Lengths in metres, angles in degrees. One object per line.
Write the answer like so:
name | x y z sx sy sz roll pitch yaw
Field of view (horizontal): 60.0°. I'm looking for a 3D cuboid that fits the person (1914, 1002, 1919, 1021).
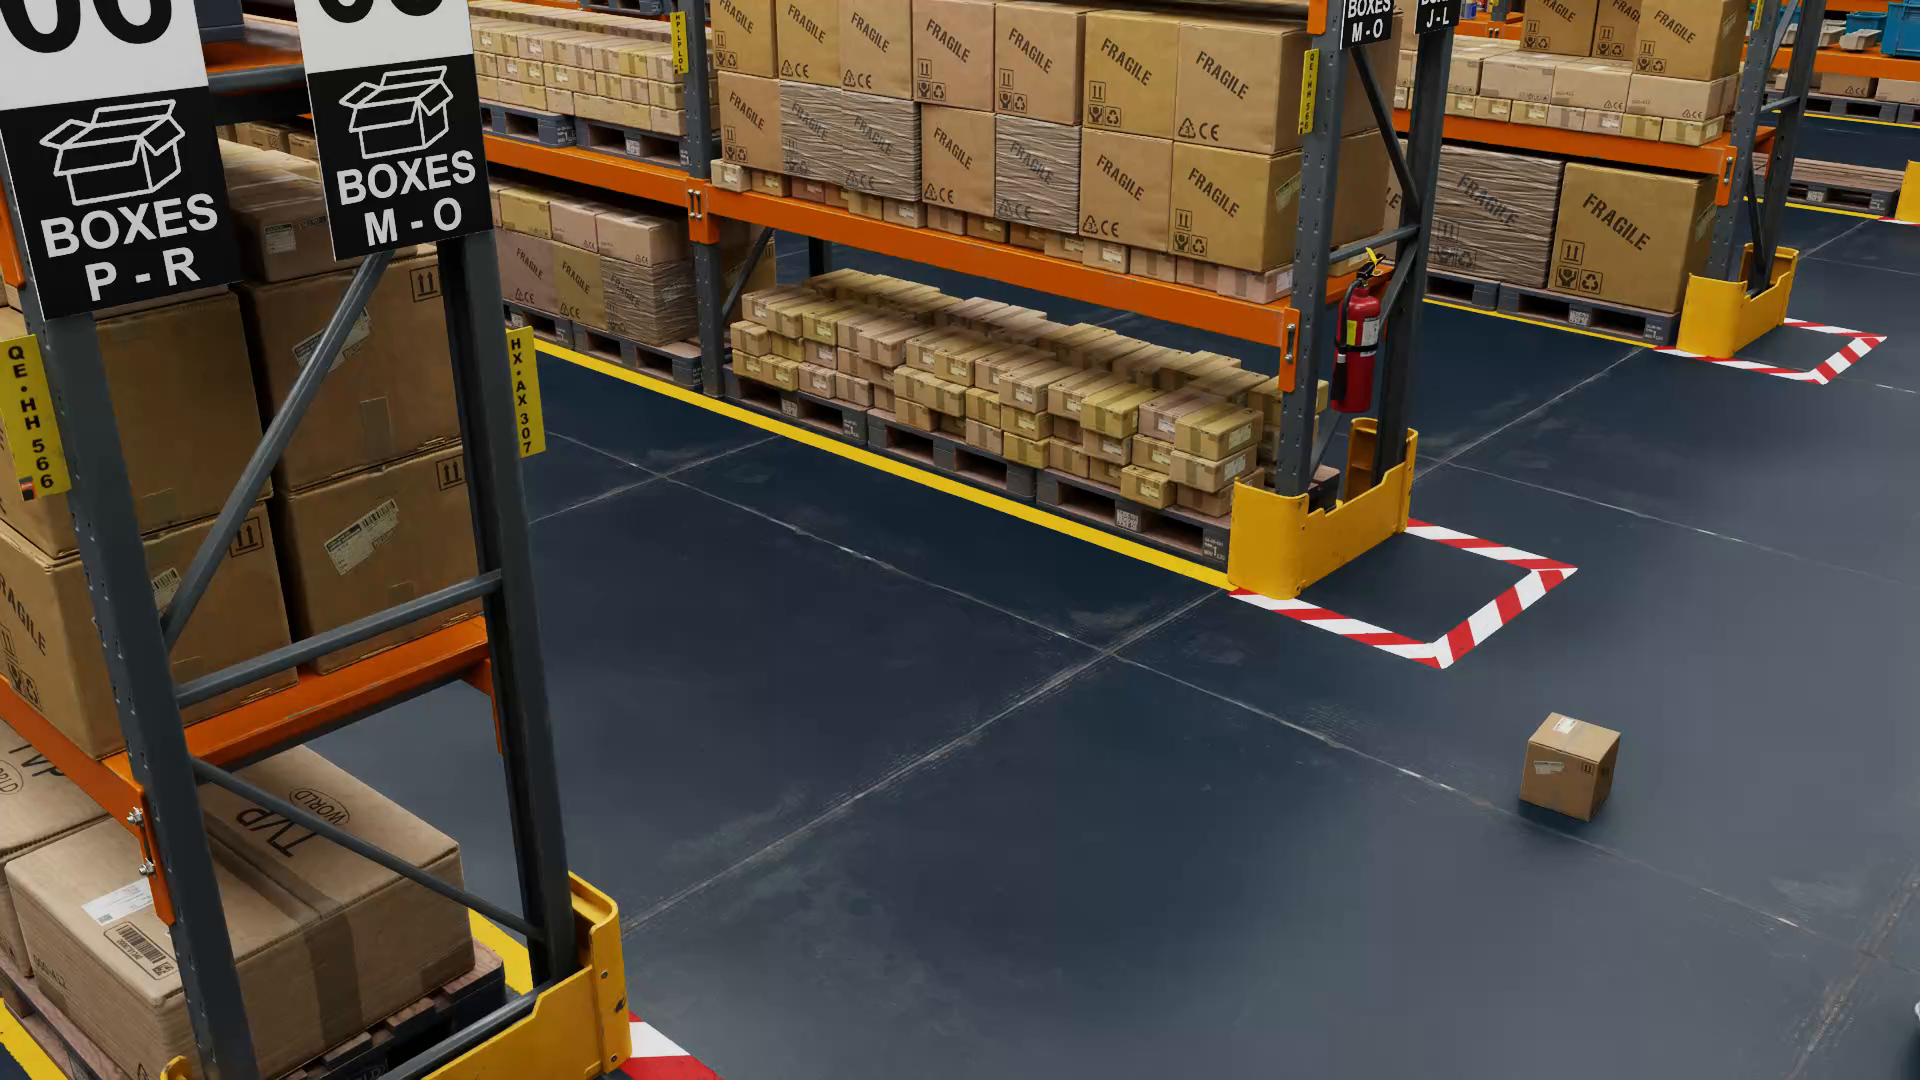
person | 3.091 0.810 4.227 0.480 1.654 0.929 -17 29 -33
